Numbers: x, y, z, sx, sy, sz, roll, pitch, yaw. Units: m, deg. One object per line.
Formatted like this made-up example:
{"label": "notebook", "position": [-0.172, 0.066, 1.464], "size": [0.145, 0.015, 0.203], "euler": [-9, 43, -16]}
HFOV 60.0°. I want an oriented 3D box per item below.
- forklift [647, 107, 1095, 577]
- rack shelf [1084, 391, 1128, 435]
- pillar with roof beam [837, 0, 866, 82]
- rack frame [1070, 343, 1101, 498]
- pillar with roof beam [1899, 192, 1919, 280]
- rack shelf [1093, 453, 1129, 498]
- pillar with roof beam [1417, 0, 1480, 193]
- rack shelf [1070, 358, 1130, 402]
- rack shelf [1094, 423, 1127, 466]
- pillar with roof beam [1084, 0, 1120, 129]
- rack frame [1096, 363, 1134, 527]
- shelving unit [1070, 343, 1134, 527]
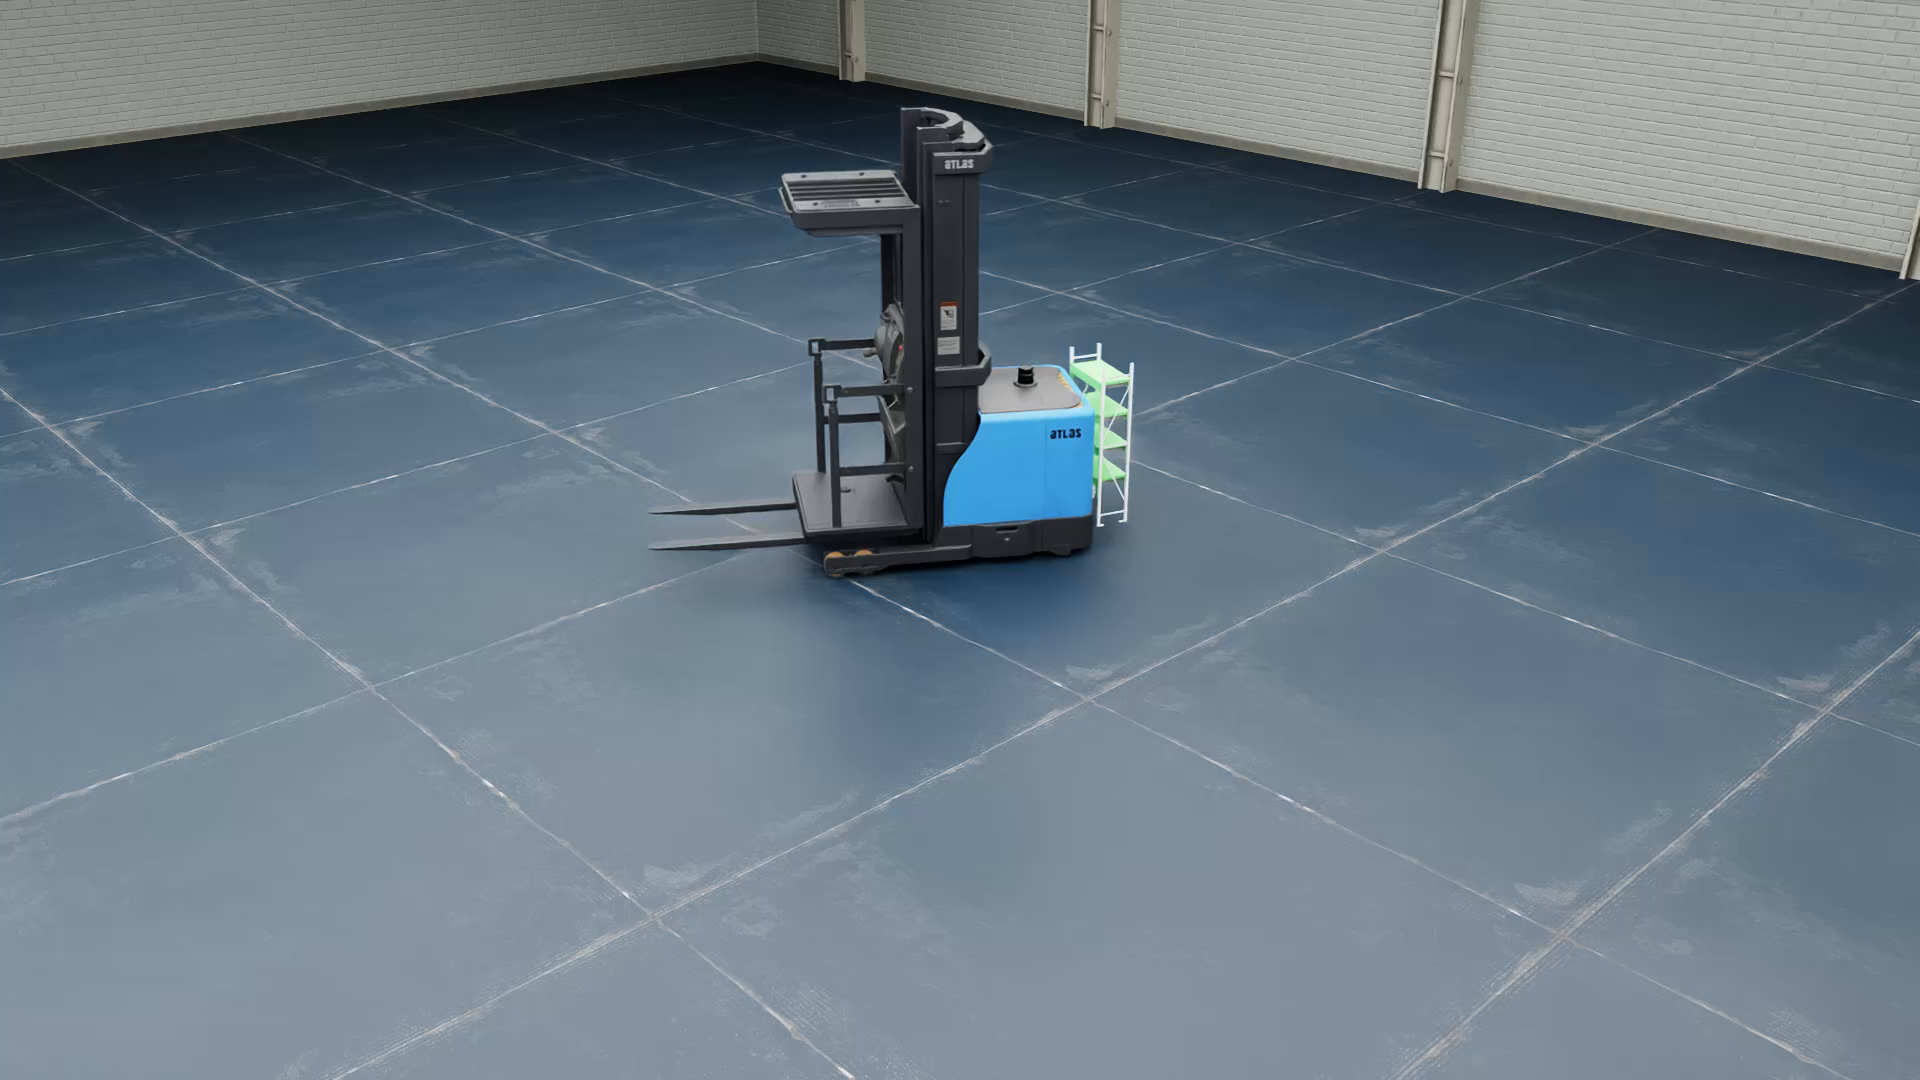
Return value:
{"label": "forklift", "position": [-0.647, -1.319, 11.111], "size": [3.031, 2.935, 1.130], "euler": [-4, 25, -9]}
{"label": "rack shelf", "position": [0.998, -0.917, 11.891], "size": [0.258, 0.148, 0.480], "euler": [-10, 26, -21]}
{"label": "pillar with roof beam", "position": [-5.068, -11.134, 25.315], "size": [9.100, 9.000, 0.400], "euler": [-21, 32, -38]}
{"label": "rack frame", "position": [0.902, -0.850, 12.168], "size": [0.240, 1.200, 0.015], "euler": [-10, 26, -21]}
{"label": "pillar with roof beam", "position": [7.235, -5.681, 13.360], "size": [9.100, 9.000, 0.400], "euler": [-21, 32, -38]}
{"label": "rack shelf", "position": [0.998, -0.480, 12.090], "size": [0.258, 0.148, 0.480], "euler": [-10, 26, -21]}
{"label": "pillar with roof beam", "position": [3.134, -7.499, 17.345], "size": [9.100, 9.000, 0.400], "euler": [-21, 32, -38]}
{"label": "rack shelf", "position": [0.998, -1.136, 11.791], "size": [0.258, 0.148, 0.480], "euler": [-10, 26, -21]}
{"label": "rack shelf", "position": [0.998, -0.699, 11.990], "size": [0.258, 0.148, 0.480], "euler": [-10, 26, -21]}
{"label": "pillar with roof beam", "position": [-0.967, -9.316, 21.330], "size": [9.100, 9.000, 0.400], "euler": [-21, 32, -38]}
{"label": "rack frame", "position": [1.095, -0.664, 11.760], "size": [0.240, 1.200, 0.015], "euler": [-10, 26, -21]}
{"label": "shelving unit", "position": [0.998, -0.757, 11.964], "size": [0.258, 1.200, 0.503], "euler": [-10, 26, -21]}
